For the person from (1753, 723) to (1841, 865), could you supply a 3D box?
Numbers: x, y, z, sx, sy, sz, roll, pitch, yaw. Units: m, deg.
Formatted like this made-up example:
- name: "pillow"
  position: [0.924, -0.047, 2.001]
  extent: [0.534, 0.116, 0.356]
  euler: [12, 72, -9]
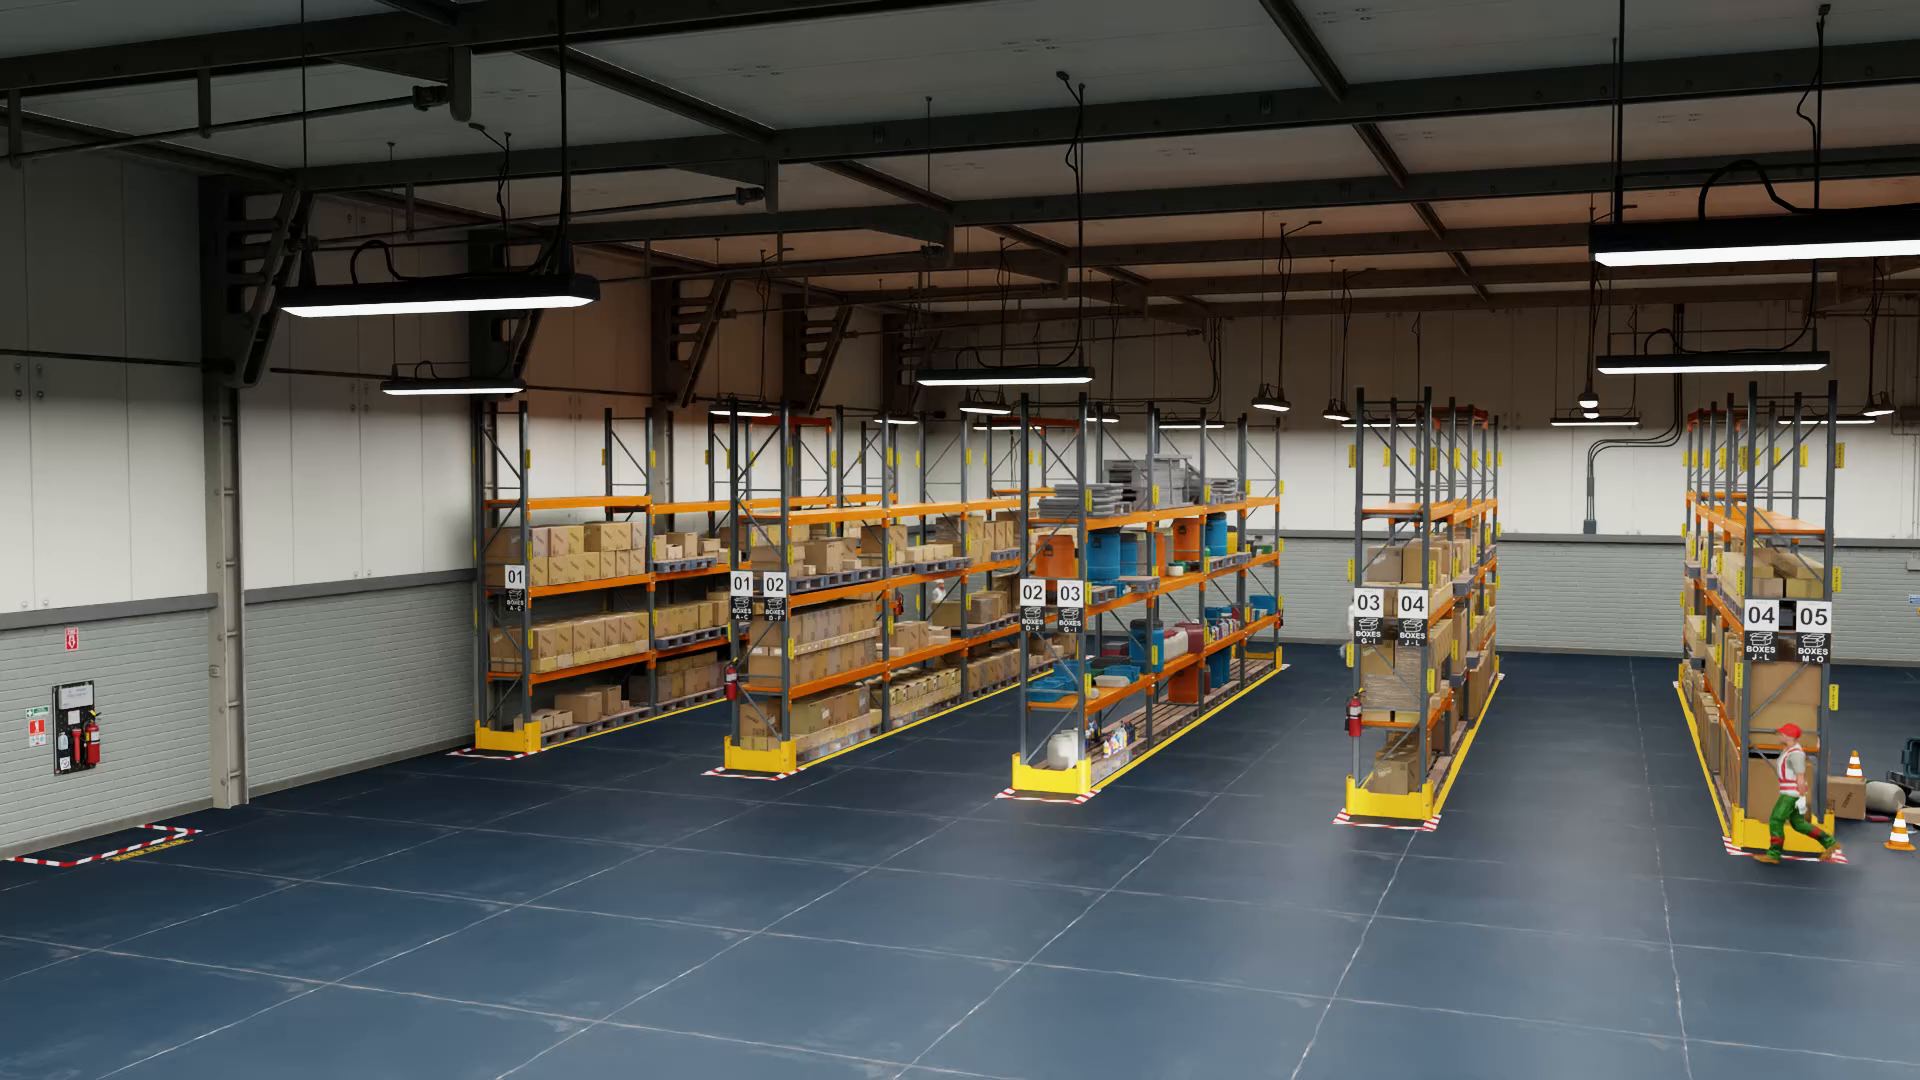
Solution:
- name: "person"
  position: [10.315, 3.126, 20.454]
  extent: [0.993, 1.753, 0.617]
  euler: [1, 3, 18]

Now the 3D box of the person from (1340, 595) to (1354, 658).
- name: "person"
  position: [9.718, 2.162, 41.094]
  extent: [0.587, 1.658, 0.528]
  euler: [2, 4, 42]

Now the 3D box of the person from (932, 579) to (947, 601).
- name: "person"
  position: [-0.556, 1.921, 44.606]
  extent: [0.472, 1.789, 0.583]
  euler: [1, 3, 24]
